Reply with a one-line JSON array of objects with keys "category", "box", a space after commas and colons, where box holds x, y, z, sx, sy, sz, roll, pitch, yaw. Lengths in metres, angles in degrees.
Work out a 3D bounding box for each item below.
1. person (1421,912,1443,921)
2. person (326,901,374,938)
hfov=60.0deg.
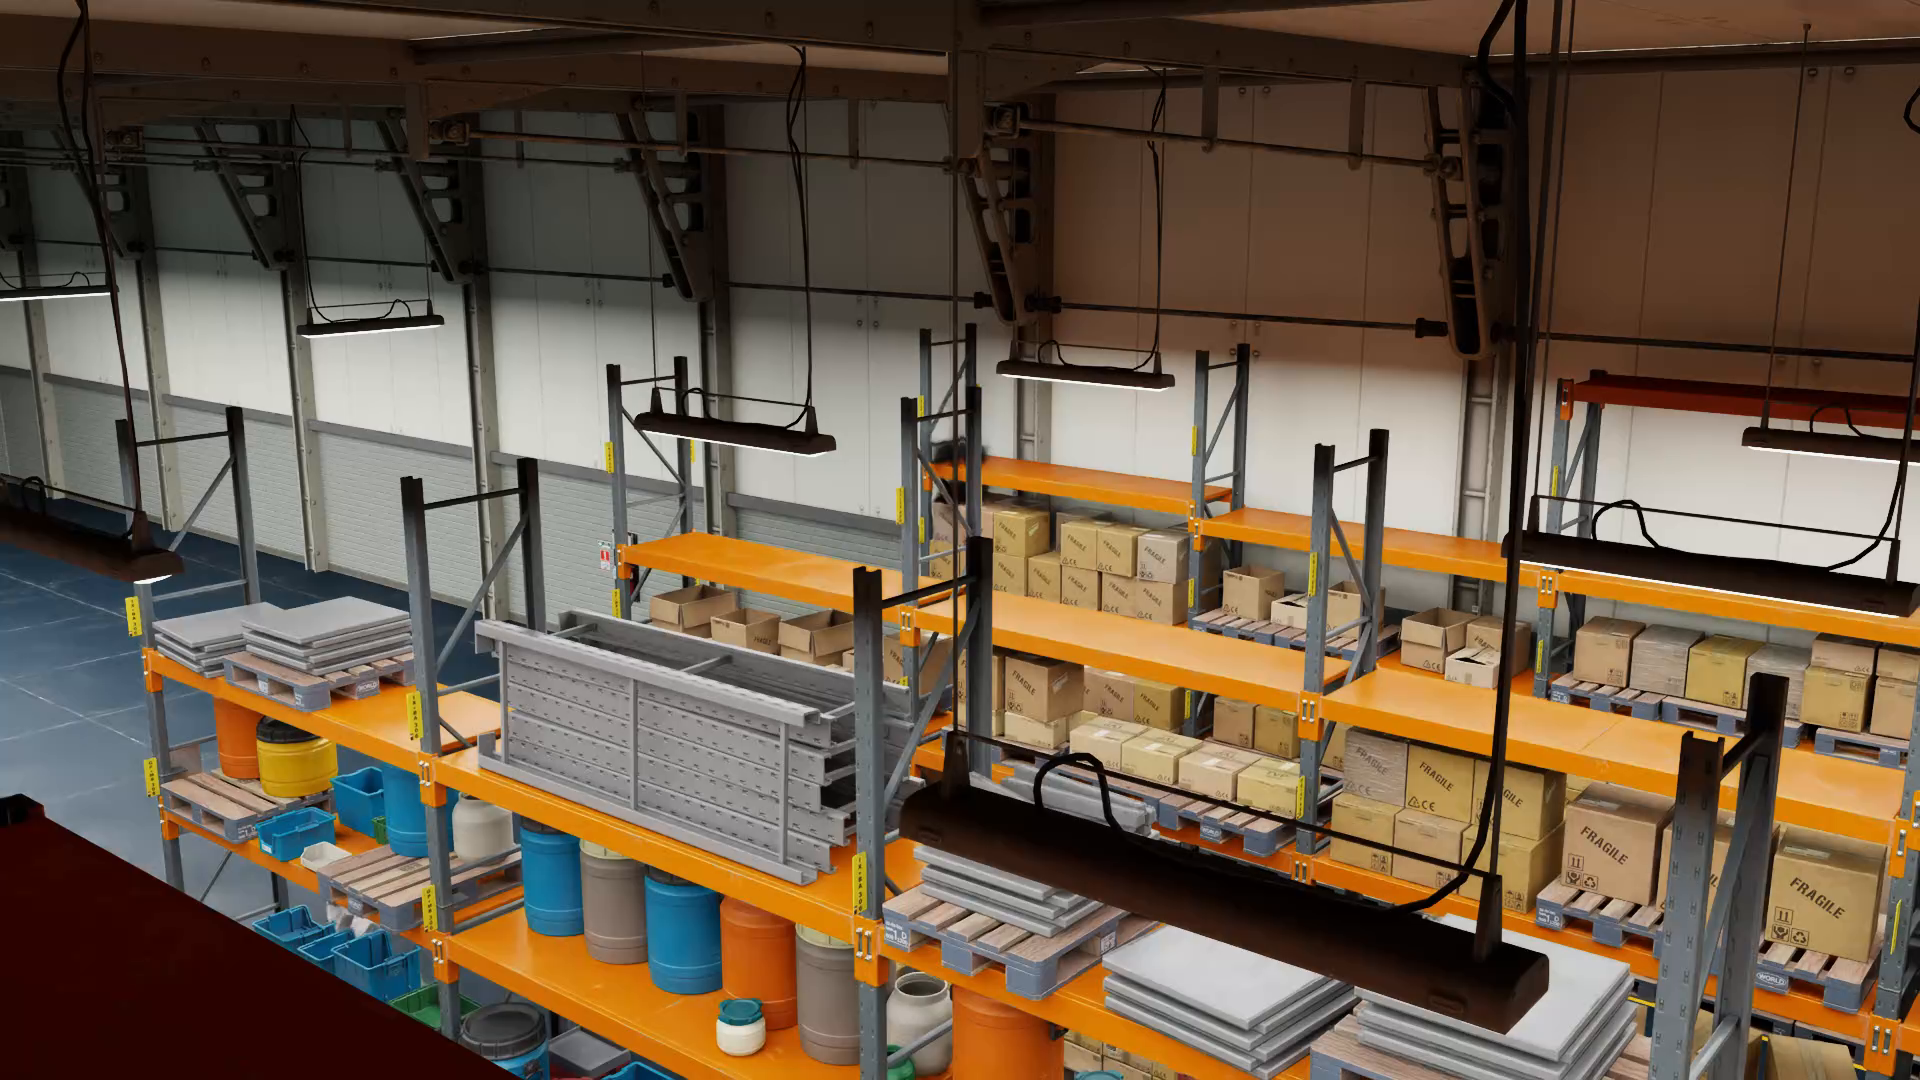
[{"category": "person", "box": [4.309, 3.841, 15.220, 0.640, 1.759, 0.648, 9, 15, 34]}, {"category": "person", "box": [-5.863, 3.708, 15.924, 0.641, 1.750, 0.715, 2, 13, 9]}]
